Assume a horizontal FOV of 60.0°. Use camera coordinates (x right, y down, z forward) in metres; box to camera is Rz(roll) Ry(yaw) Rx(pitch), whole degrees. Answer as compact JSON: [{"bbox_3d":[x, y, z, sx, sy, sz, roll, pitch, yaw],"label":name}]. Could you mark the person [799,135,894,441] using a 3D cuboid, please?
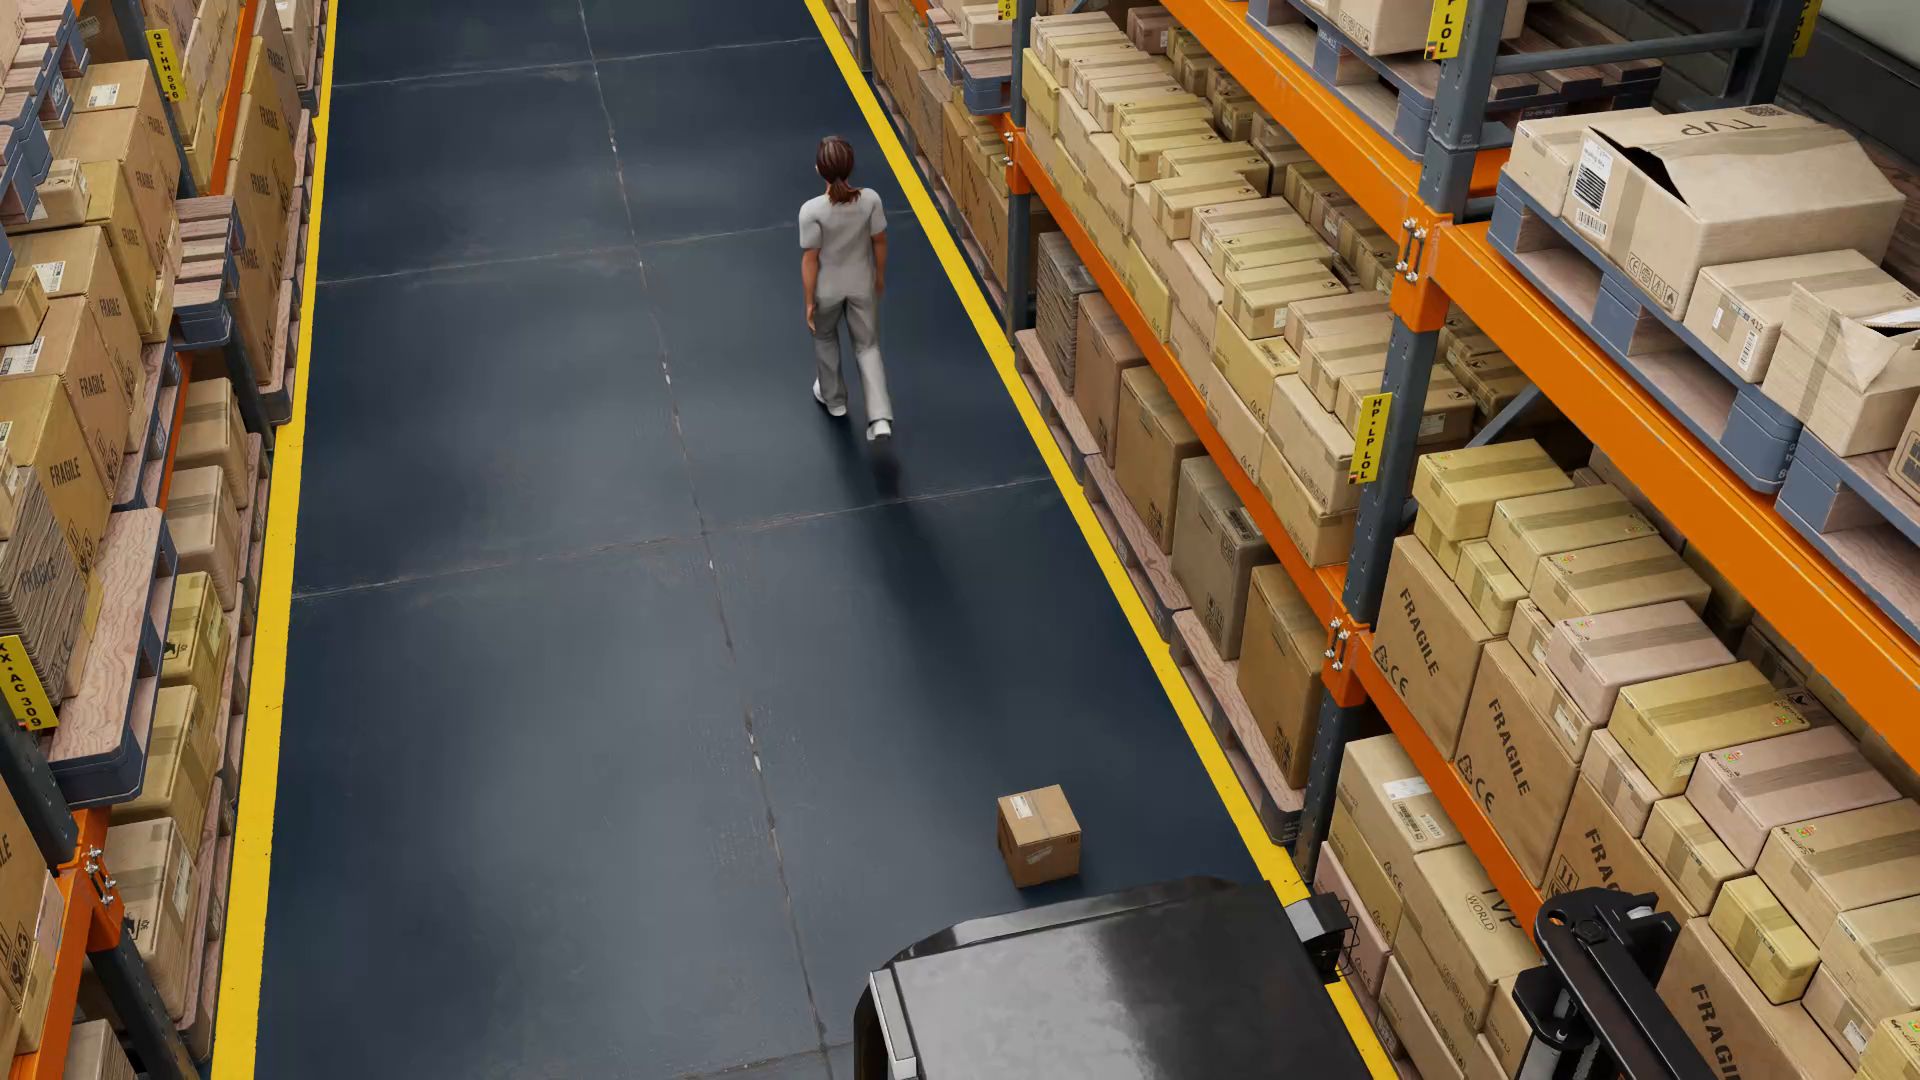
[{"bbox_3d":[-0.560,-1.224,8.192,0.451,1.640,0.869,-12,40,-14],"label":"person"}]
